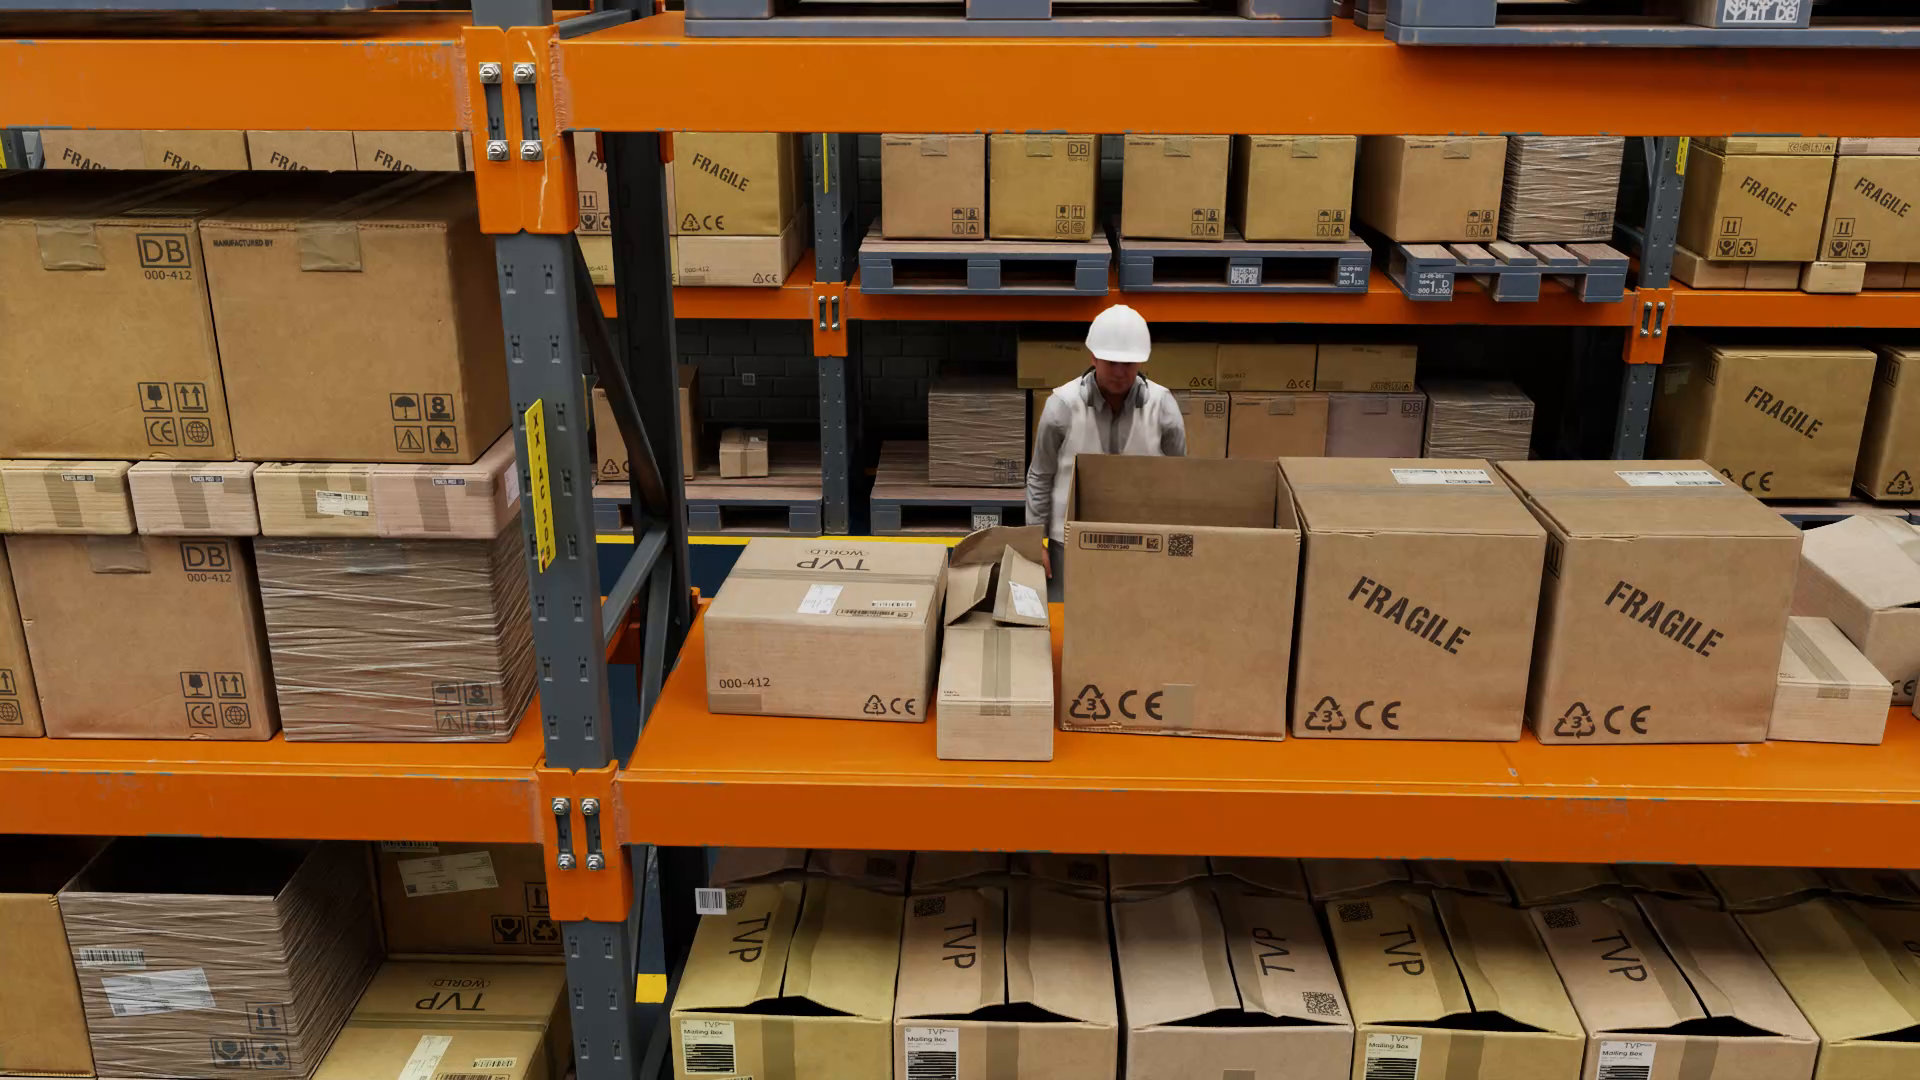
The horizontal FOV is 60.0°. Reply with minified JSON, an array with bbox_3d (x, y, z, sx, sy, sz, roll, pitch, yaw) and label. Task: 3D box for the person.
[{"bbox_3d":[0.525,0.017,5.997,0.582,1.771,0.465,0,21,1],"label":"person"}]
